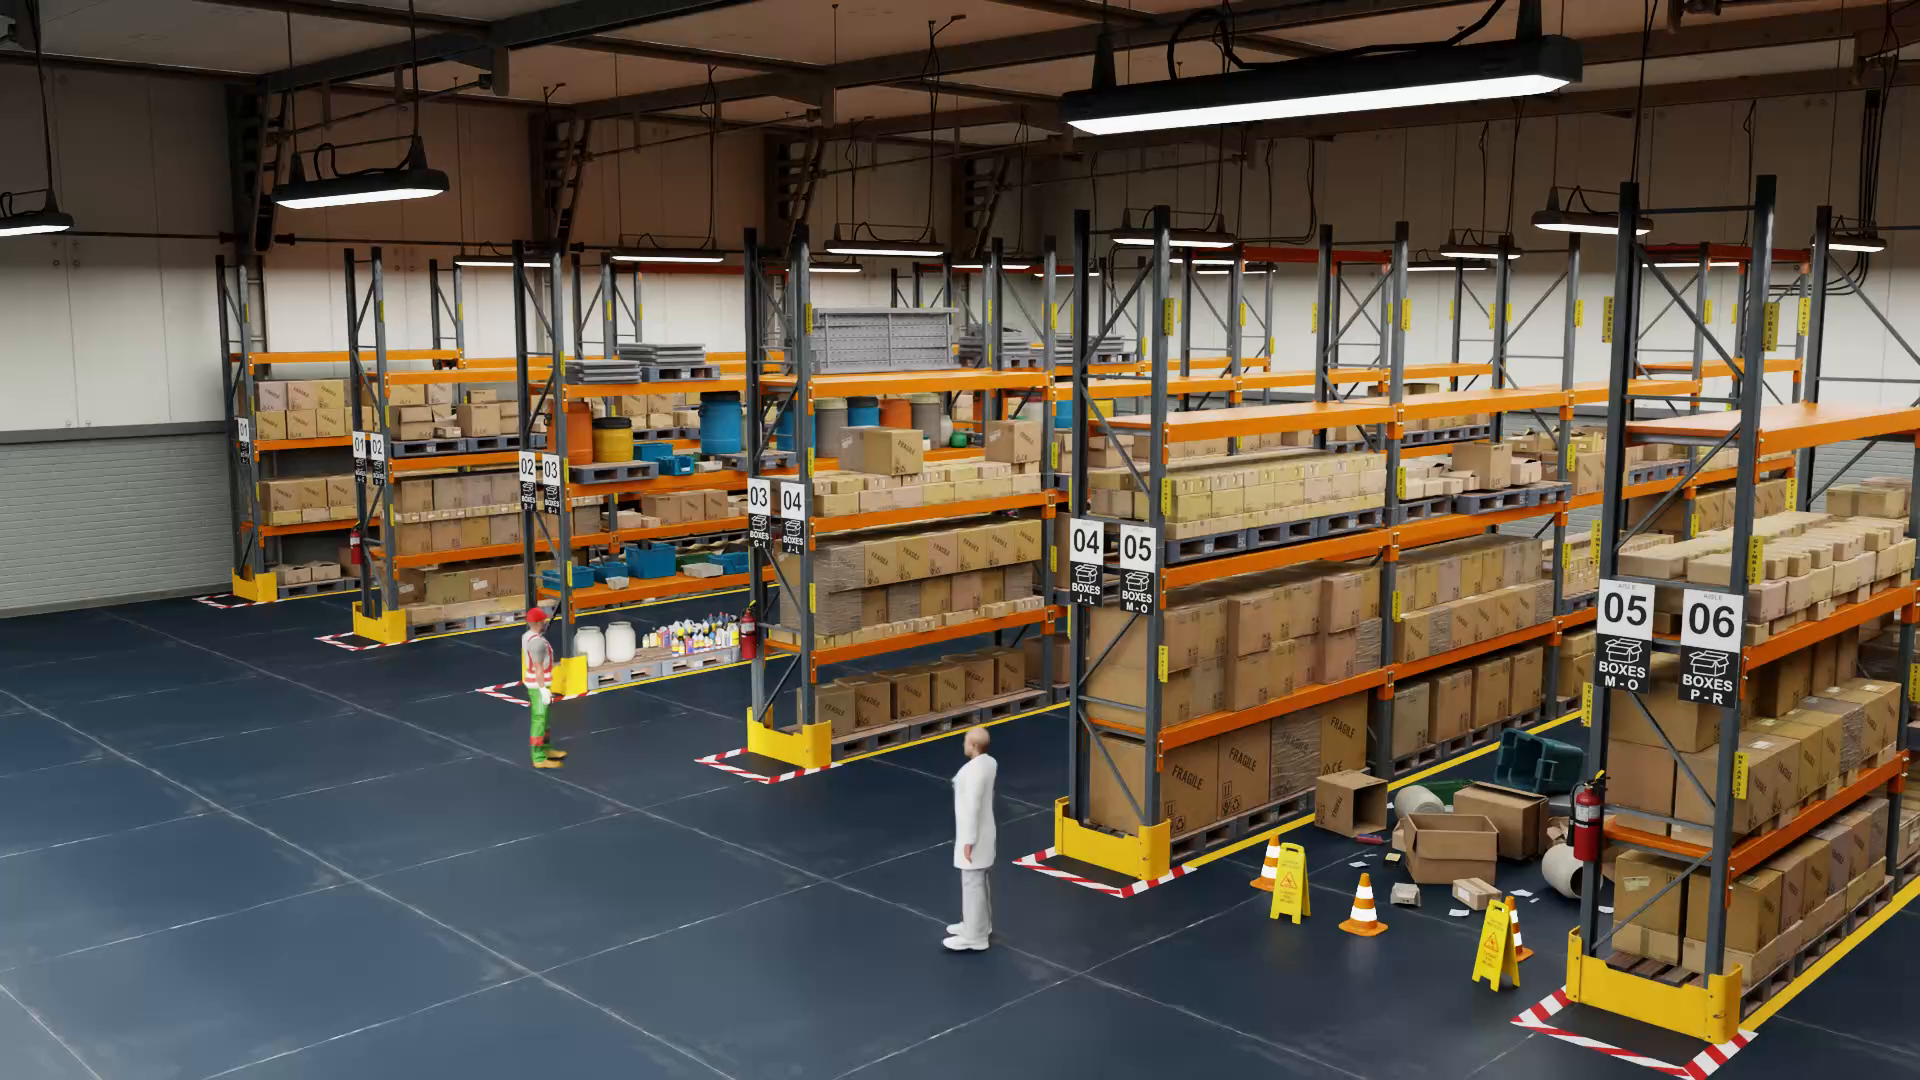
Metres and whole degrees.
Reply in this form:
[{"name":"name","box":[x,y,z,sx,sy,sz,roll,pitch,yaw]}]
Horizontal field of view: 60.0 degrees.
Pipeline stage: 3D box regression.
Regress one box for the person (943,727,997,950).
[{"name":"person","box":[0.074,2.385,13.440,0.408,1.787,0.623,1,8,9]}]

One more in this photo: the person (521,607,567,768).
[{"name":"person","box":[-4.701,1.641,18.715,0.444,1.795,0.570,-1,8,-8]}]
